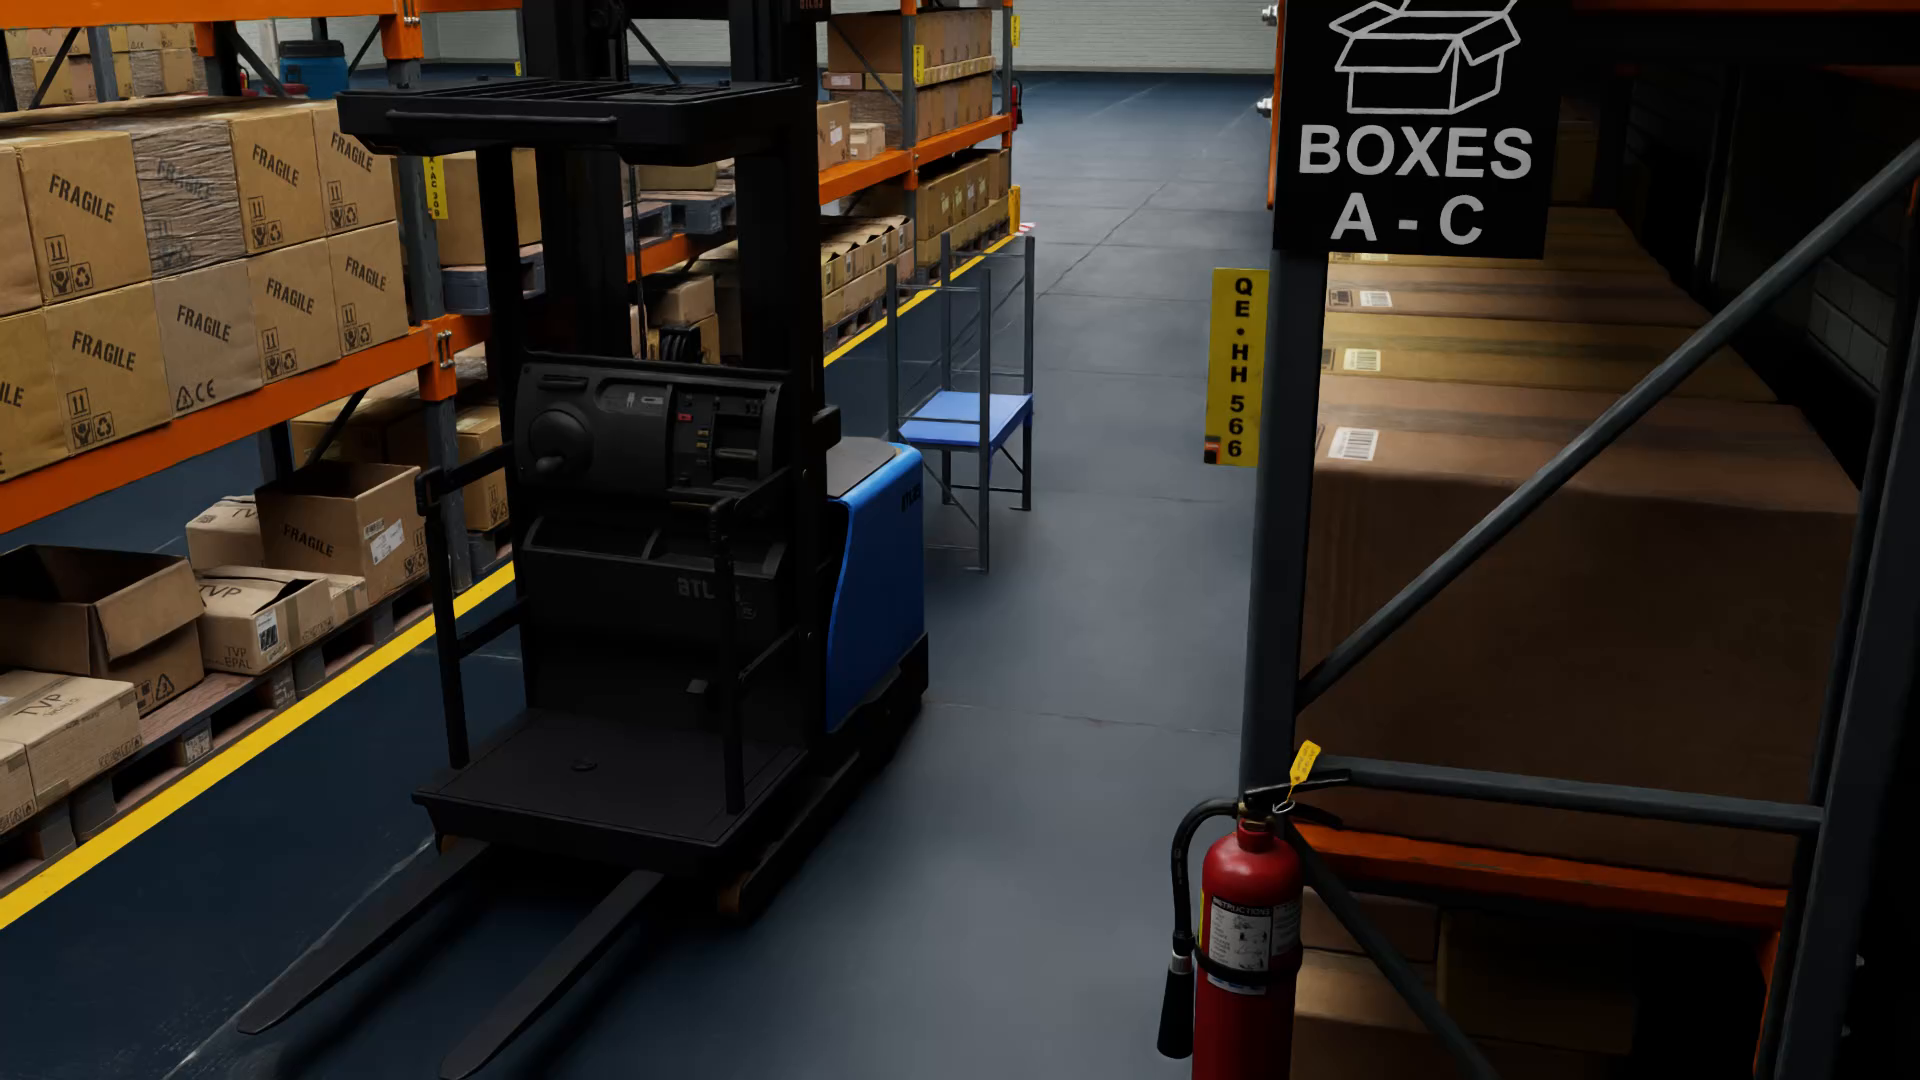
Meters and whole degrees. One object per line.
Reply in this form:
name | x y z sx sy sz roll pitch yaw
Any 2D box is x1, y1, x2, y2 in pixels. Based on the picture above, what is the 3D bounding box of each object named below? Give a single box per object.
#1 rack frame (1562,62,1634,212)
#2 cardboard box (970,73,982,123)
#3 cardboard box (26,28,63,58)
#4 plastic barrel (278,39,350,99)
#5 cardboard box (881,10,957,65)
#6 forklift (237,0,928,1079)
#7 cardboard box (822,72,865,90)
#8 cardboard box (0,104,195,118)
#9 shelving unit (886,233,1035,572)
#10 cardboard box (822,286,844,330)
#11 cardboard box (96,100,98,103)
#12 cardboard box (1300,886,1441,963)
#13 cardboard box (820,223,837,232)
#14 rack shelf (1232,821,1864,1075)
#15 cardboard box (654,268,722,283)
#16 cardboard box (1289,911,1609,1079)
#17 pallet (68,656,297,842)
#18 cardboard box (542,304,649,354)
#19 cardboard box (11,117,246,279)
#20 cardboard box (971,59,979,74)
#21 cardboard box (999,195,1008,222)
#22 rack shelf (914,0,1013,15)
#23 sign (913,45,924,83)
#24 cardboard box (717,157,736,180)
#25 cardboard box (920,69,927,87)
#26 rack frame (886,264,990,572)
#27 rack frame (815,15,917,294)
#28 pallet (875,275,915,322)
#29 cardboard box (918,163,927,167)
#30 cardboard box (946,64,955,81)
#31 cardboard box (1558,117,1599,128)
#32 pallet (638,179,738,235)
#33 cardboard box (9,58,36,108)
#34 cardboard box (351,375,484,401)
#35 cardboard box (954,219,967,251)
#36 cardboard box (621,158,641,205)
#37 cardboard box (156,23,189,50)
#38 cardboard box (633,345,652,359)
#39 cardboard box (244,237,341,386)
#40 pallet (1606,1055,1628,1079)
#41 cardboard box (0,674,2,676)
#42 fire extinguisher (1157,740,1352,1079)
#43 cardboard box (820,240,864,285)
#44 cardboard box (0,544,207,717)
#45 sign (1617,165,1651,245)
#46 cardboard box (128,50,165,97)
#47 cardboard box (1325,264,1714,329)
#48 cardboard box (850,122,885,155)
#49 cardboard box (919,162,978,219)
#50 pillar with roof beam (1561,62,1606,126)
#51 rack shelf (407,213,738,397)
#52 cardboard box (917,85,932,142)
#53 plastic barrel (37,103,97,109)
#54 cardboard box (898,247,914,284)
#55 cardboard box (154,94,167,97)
rack frame | 1.954 -0.824 6.459 1.000 3.000 0.127 5 19 13
cardboard box | -0.168 -4.712 17.688 0.700 0.500 0.500 5 20 15
cardboard box | -10.024 -5.444 17.824 0.500 0.500 0.500 5 19 13
plastic barrel | -6.086 -4.254 15.725 0.600 0.901 0.708 5 19 13
cardboard box | -0.425 -4.994 16.507 0.700 0.500 0.500 5 19 13
forklift | -1.077 -0.341 5.152 1.130 2.935 3.031 6 20 17
cardboard box | -1.037 -4.178 15.120 0.380 0.149 0.250 5 19 13
cardboard box | -3.364 -1.447 6.582 0.500 0.500 0.500 4 19 12
shelving unit | 0.021 -0.736 8.523 0.538 1.500 1.048 5 19 13
cardboard box | -1.217 -1.827 13.001 0.500 0.250 0.500 4 19 12
cardboard box | -9.803 -4.901 18.784 0.380 0.149 0.250 5 19 13
cardboard box | 0.906 0.825 3.845 0.380 0.149 0.250 4 19 13
cardboard box | -1.365 -2.618 14.448 0.500 0.311 0.500 4 19 13
rack shelf | 1.466 0.143 4.740 1.077 0.370 4.000 5 19 13
cardboard box | -1.984 -1.814 12.095 0.500 0.311 0.500 5 20 15
cardboard box | 1.051 1.187 3.790 0.700 0.500 0.500 5 19 13
pallet | -3.315 0.704 6.299 1.003 0.211 1.213 5 19 13
cardboard box | -2.129 -1.197 9.578 0.500 0.250 0.500 4 19 12
cardboard box | -2.968 -1.237 5.966 0.500 0.500 0.500 5 19 14
cardboard box | -0.015 -4.954 17.392 0.380 0.149 0.250 5 19 14
cardboard box | 0.237 -3.681 18.429 0.500 0.250 0.500 5 19 13
rack shelf | -0.407 -5.427 16.409 1.077 0.370 4.000 5 19 13
sign | -0.367 -4.192 14.651 0.100 0.325 0.005 5 19 13
cardboard box | -1.742 -2.536 11.610 0.500 0.311 0.500 6 20 17
cardboard box | -0.519 -4.304 15.491 0.380 0.149 0.250 4 19 12
rack frame | -0.103 -0.577 8.057 0.500 1.500 0.032 5 19 13
rack frame | -0.896 -3.721 14.942 1.000 3.000 0.127 5 19 13
pallet | -1.038 -2.168 14.708 1.003 0.211 1.213 5 19 13
cardboard box | -0.634 -3.607 17.052 0.500 0.500 0.500 5 19 13
cardboard box | -0.267 -4.630 16.445 0.380 0.149 0.250 4 19 13
cardboard box | 2.441 -1.664 7.114 0.500 0.250 0.500 5 19 14
pallet | -1.970 -2.159 10.664 1.213 0.211 1.003 5 19 13
cardboard box | -10.331 -4.829 17.570 0.875 0.500 0.500 5 19 13
cardboard box | -2.879 -0.571 8.905 0.500 0.500 0.500 5 19 14
cardboard box | -0.234 -3.053 16.589 0.500 0.250 0.500 5 19 13
cardboard box | -2.326 -2.236 9.789 0.700 0.500 0.500 9 21 24
cardboard box | -9.535 -6.071 19.659 0.500 0.500 0.500 5 19 13
cardboard box | -2.123 -0.854 9.734 0.500 0.500 0.500 4 19 11
cardboard box | -2.848 -0.923 6.593 0.500 0.500 0.500 5 20 15
pallet | 1.097 1.493 3.991 1.003 0.211 1.213 5 19 13
cardboard box | -3.672 0.647 5.725 0.500 0.250 0.500 5 19 13
fire extinguisher | 0.493 0.654 2.830 0.296 0.674 0.183 5 19 13
cardboard box | -1.088 -2.258 13.394 0.500 0.311 0.500 4 19 13
cardboard box | -3.304 0.348 6.208 0.797 0.503 0.637 5 19 13
sign | 2.493 -1.228 6.179 0.100 0.325 0.005 5 19 13
cardboard box | -9.854 -5.457 19.409 0.875 0.500 0.500 5 19 13
cardboard box | 1.454 -0.340 4.578 0.980 0.700 0.700 4 19 11
cardboard box | -0.973 -3.493 14.505 0.500 0.250 0.500 6 20 17
cardboard box | -0.114 -3.565 16.928 0.500 0.500 0.500 5 19 13
pillar with roof beam | -0.086 -5.596 11.148 9.100 9.000 0.400 5 19 13
rack shelf | -2.361 -1.500 9.553 1.077 0.370 4.000 5 19 13
cardboard box | -0.671 -4.074 15.820 0.700 0.500 0.500 4 19 13
plastic barrel | -6.856 -3.094 12.894 0.600 0.536 0.708 5 19 13
cardboard box | -0.716 -2.466 14.871 0.500 0.250 0.500 4 19 13
cardboard box | -9.643 -5.221 19.722 0.380 0.149 0.250 5 19 13
